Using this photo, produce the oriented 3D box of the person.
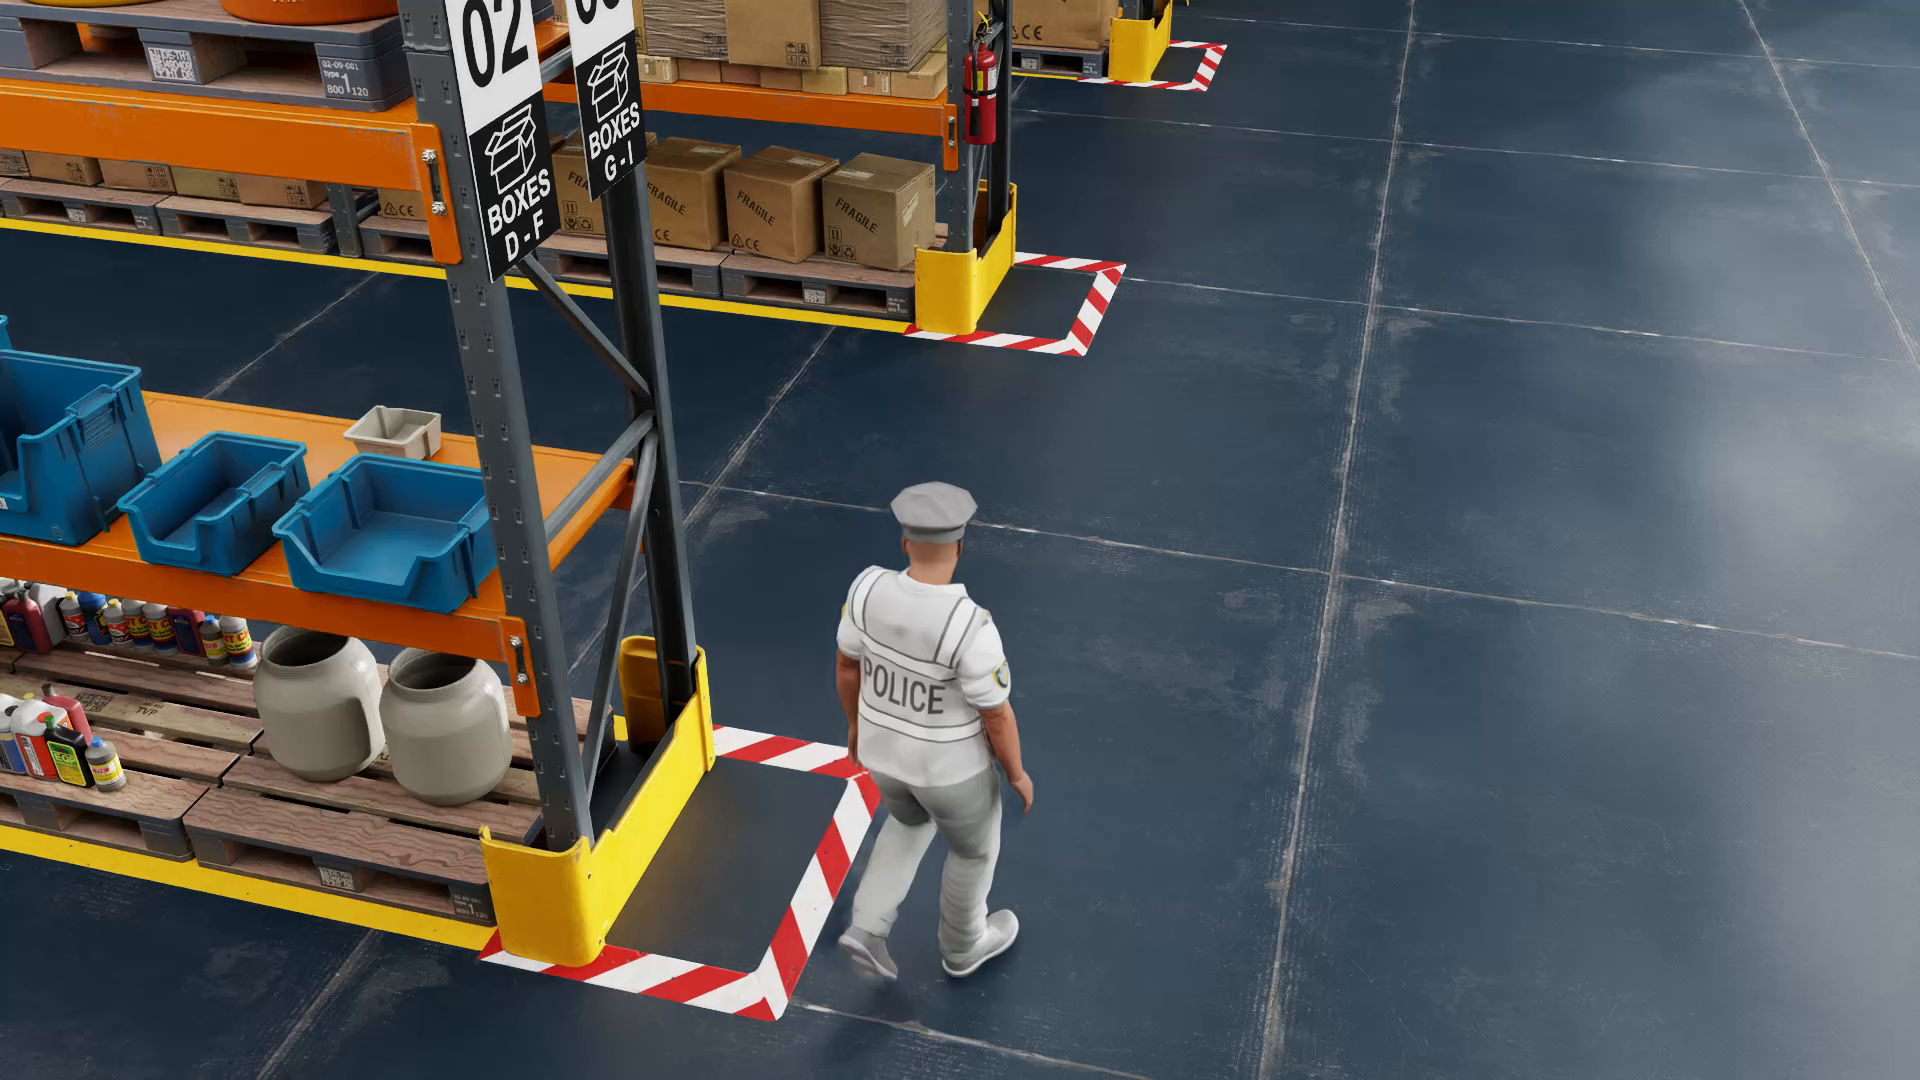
[{"bbox_3d":[-0.112,0.667,5.065,0.620,1.723,0.608,20,38,28],"label":"person"}]
